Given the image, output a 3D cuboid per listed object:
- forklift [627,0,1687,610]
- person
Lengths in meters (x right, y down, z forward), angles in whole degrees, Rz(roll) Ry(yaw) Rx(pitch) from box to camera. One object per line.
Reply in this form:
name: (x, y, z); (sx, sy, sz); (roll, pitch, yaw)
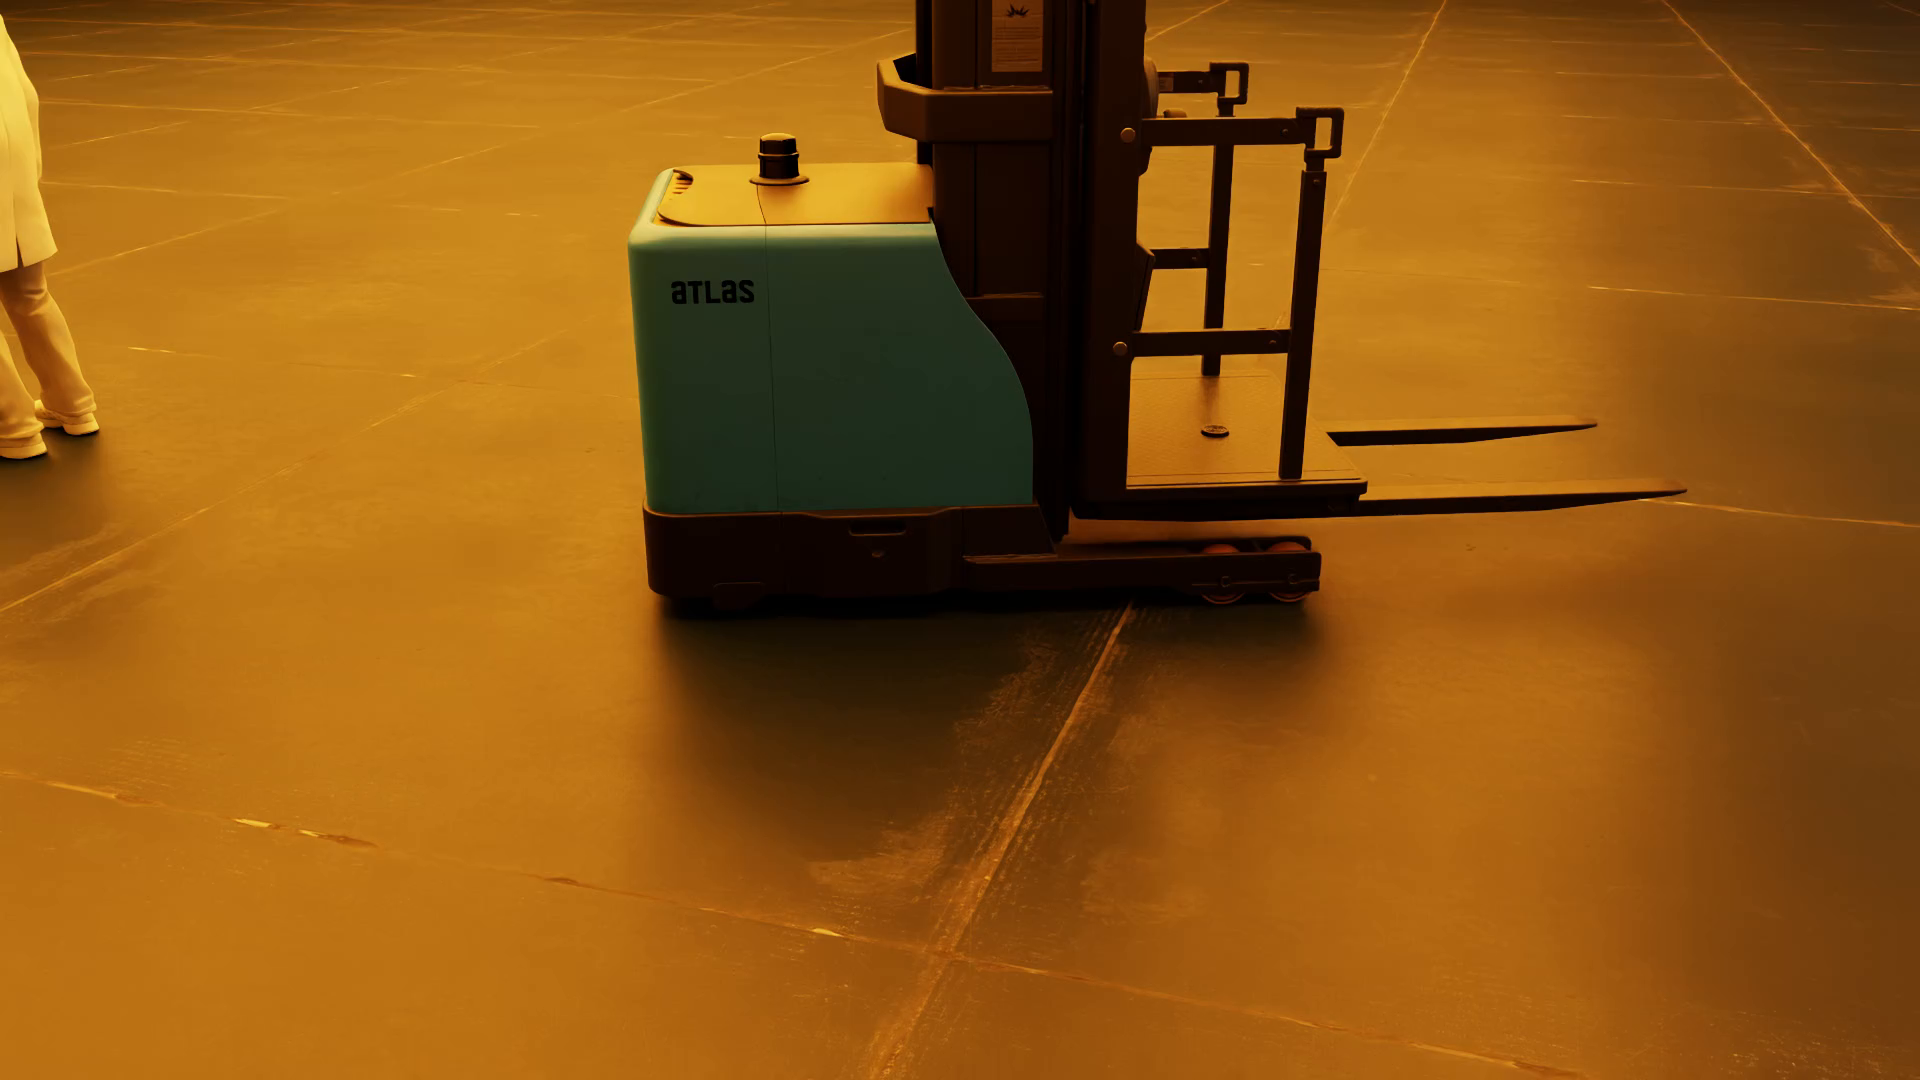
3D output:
forklift: (0.606, -1.374, 4.608); (3.031, 2.935, 1.130); (-2, 23, -4)
person: (-3.341, -1.159, 5.603); (0.425, 1.775, 0.656); (6, 23, 13)
